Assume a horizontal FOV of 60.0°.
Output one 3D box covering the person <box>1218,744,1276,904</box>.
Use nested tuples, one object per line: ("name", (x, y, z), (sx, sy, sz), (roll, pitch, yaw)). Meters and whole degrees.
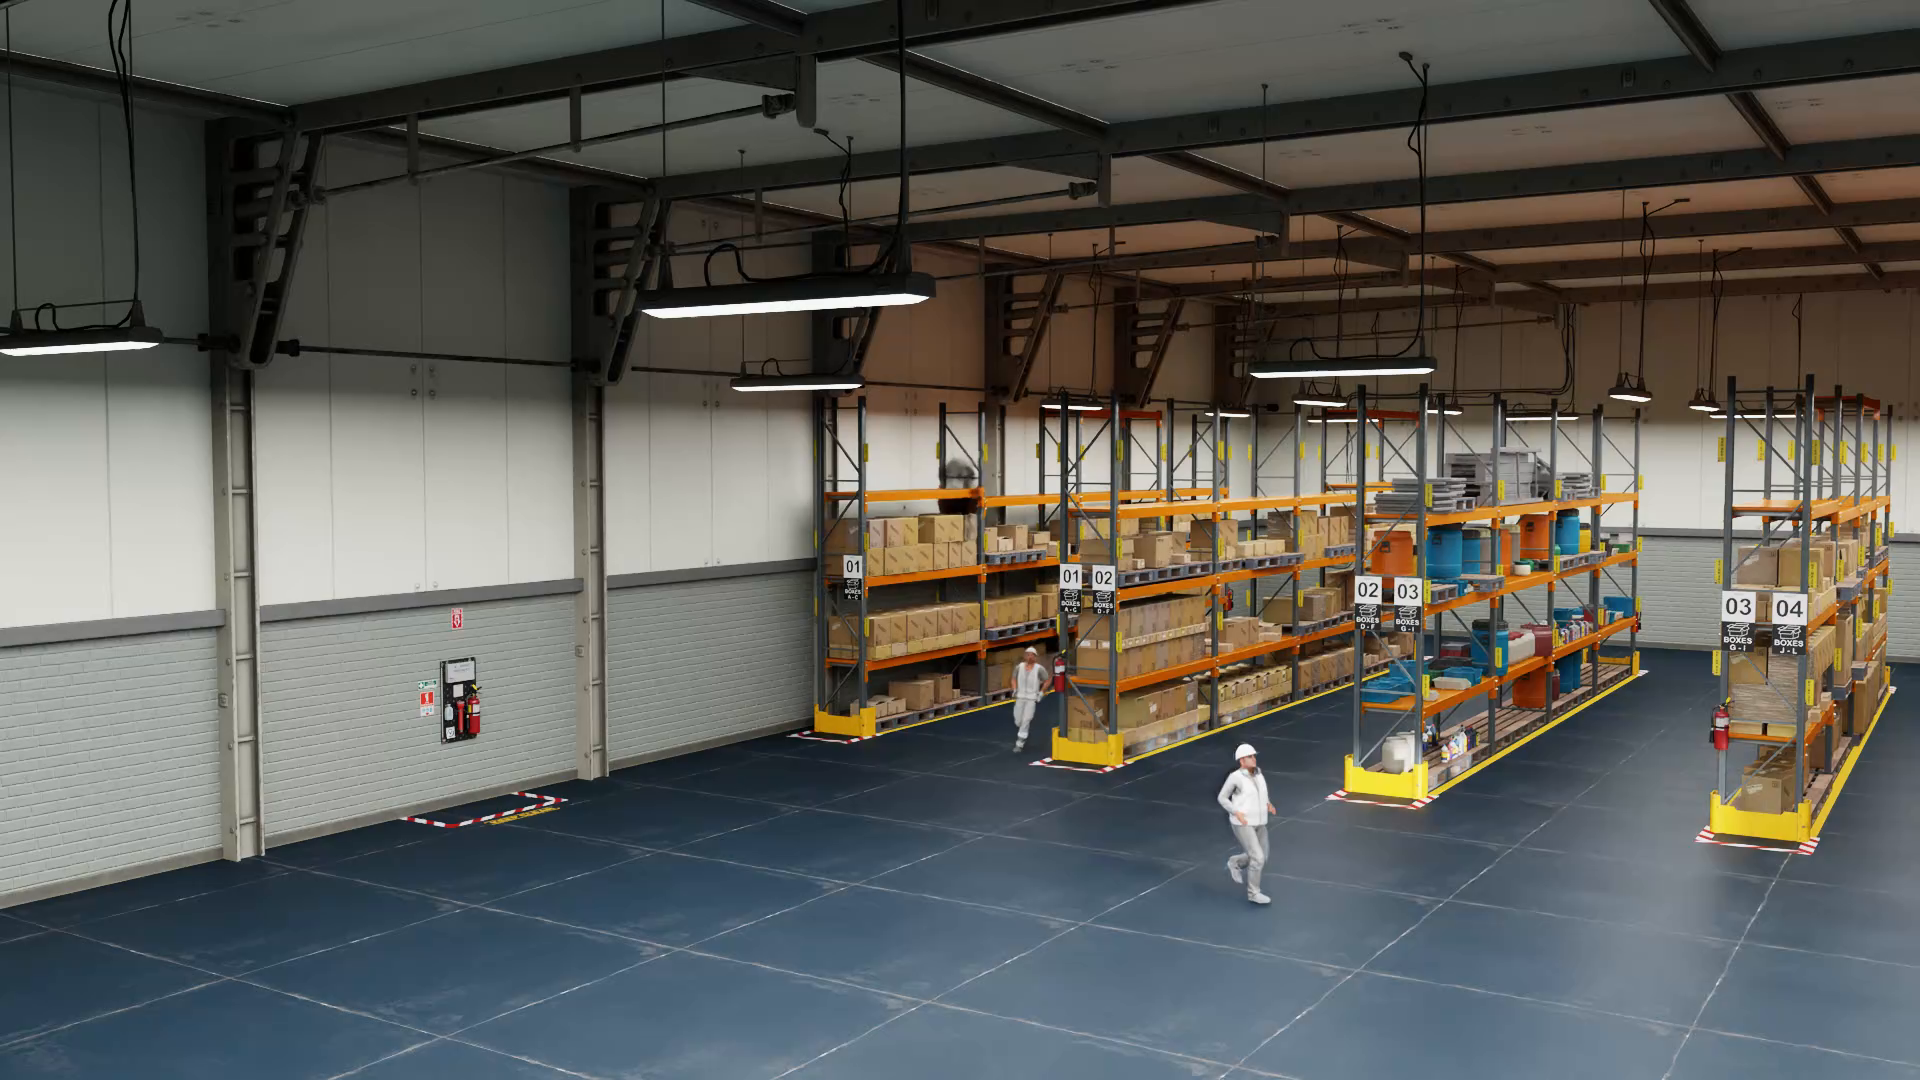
("person", (3.211, 3.157, 18.645), (0.666, 1.732, 0.753), (-2, 4, -36))

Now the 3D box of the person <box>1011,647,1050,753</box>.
("person", (1.174, 2.677, 27.992), (0.676, 1.761, 0.727), (1, 3, 13))
